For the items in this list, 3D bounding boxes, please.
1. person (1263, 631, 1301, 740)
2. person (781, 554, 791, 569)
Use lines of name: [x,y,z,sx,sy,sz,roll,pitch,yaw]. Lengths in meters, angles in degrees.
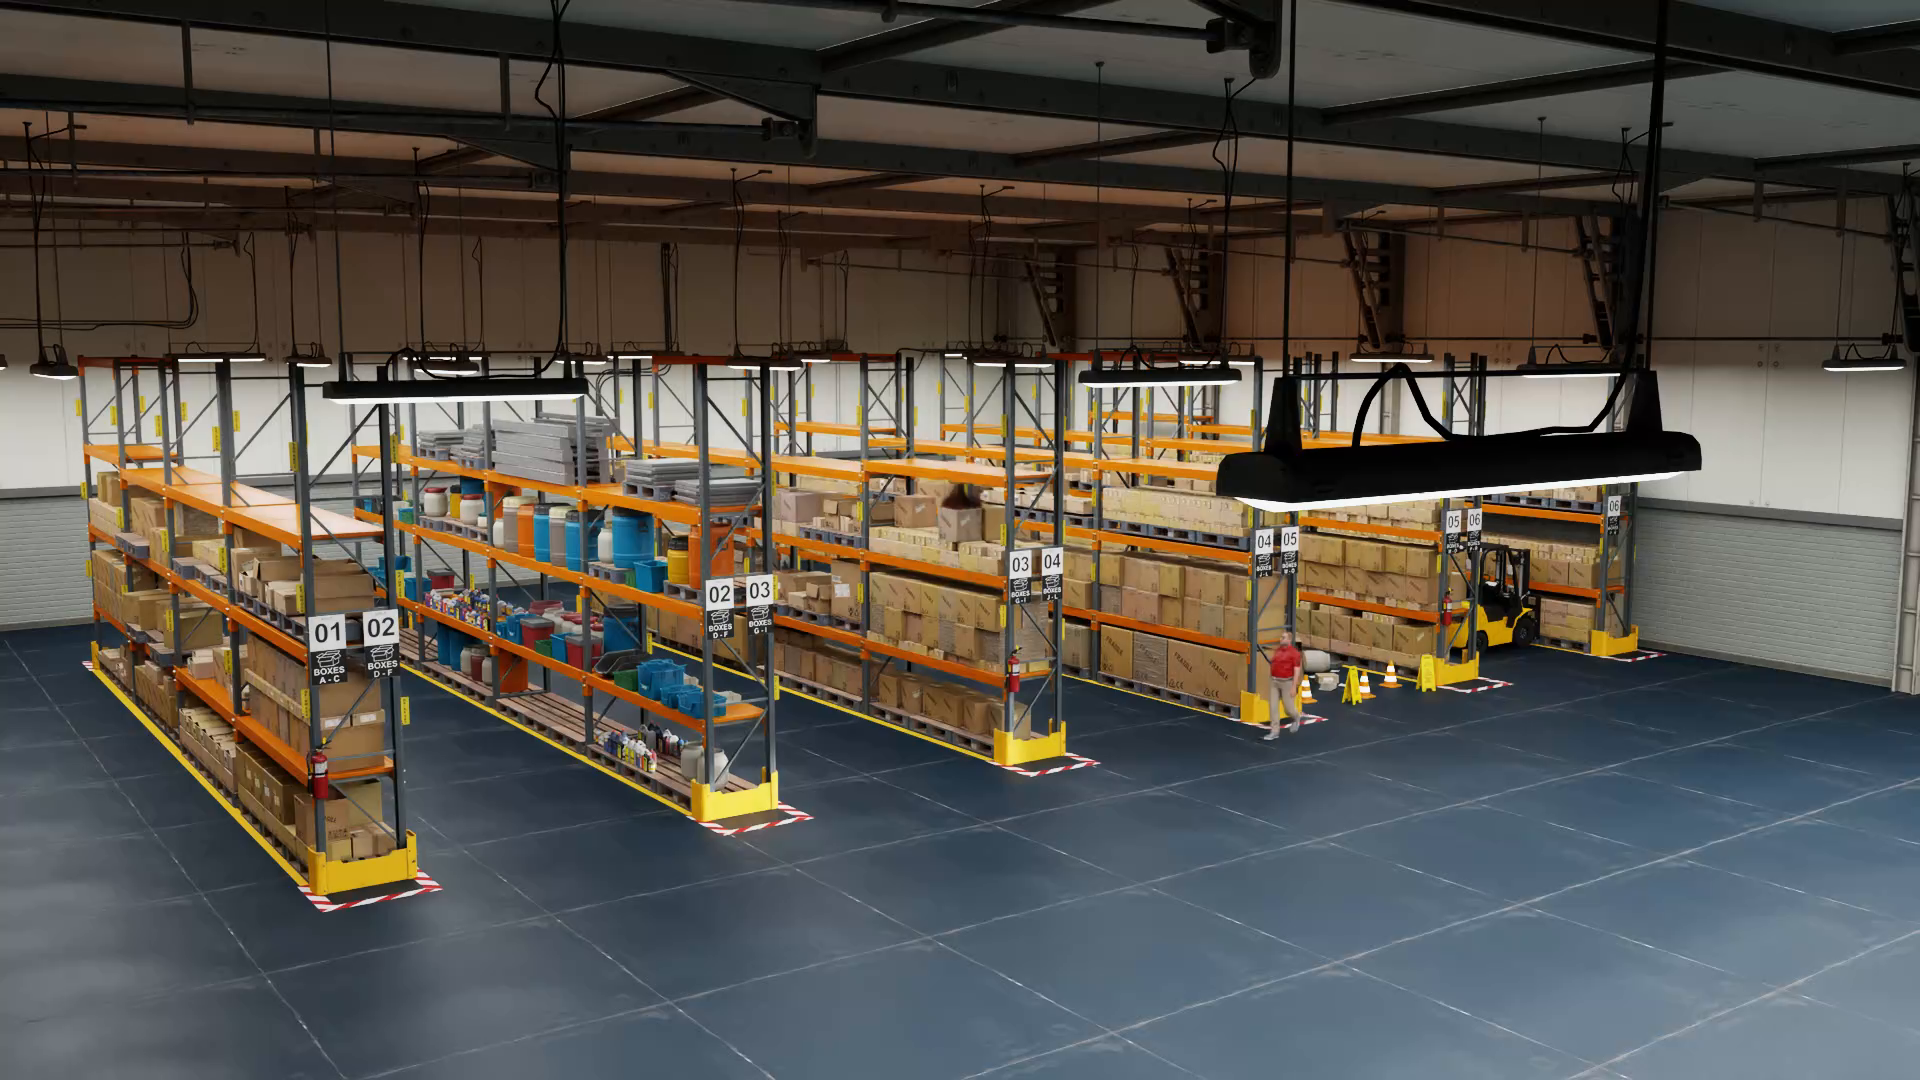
person: [5.132,2.292,26.317,0.529,1.699,0.711,4,8,30]
person: [-4.376,0.366,42.038,0.642,1.752,1.029,7,10,44]
